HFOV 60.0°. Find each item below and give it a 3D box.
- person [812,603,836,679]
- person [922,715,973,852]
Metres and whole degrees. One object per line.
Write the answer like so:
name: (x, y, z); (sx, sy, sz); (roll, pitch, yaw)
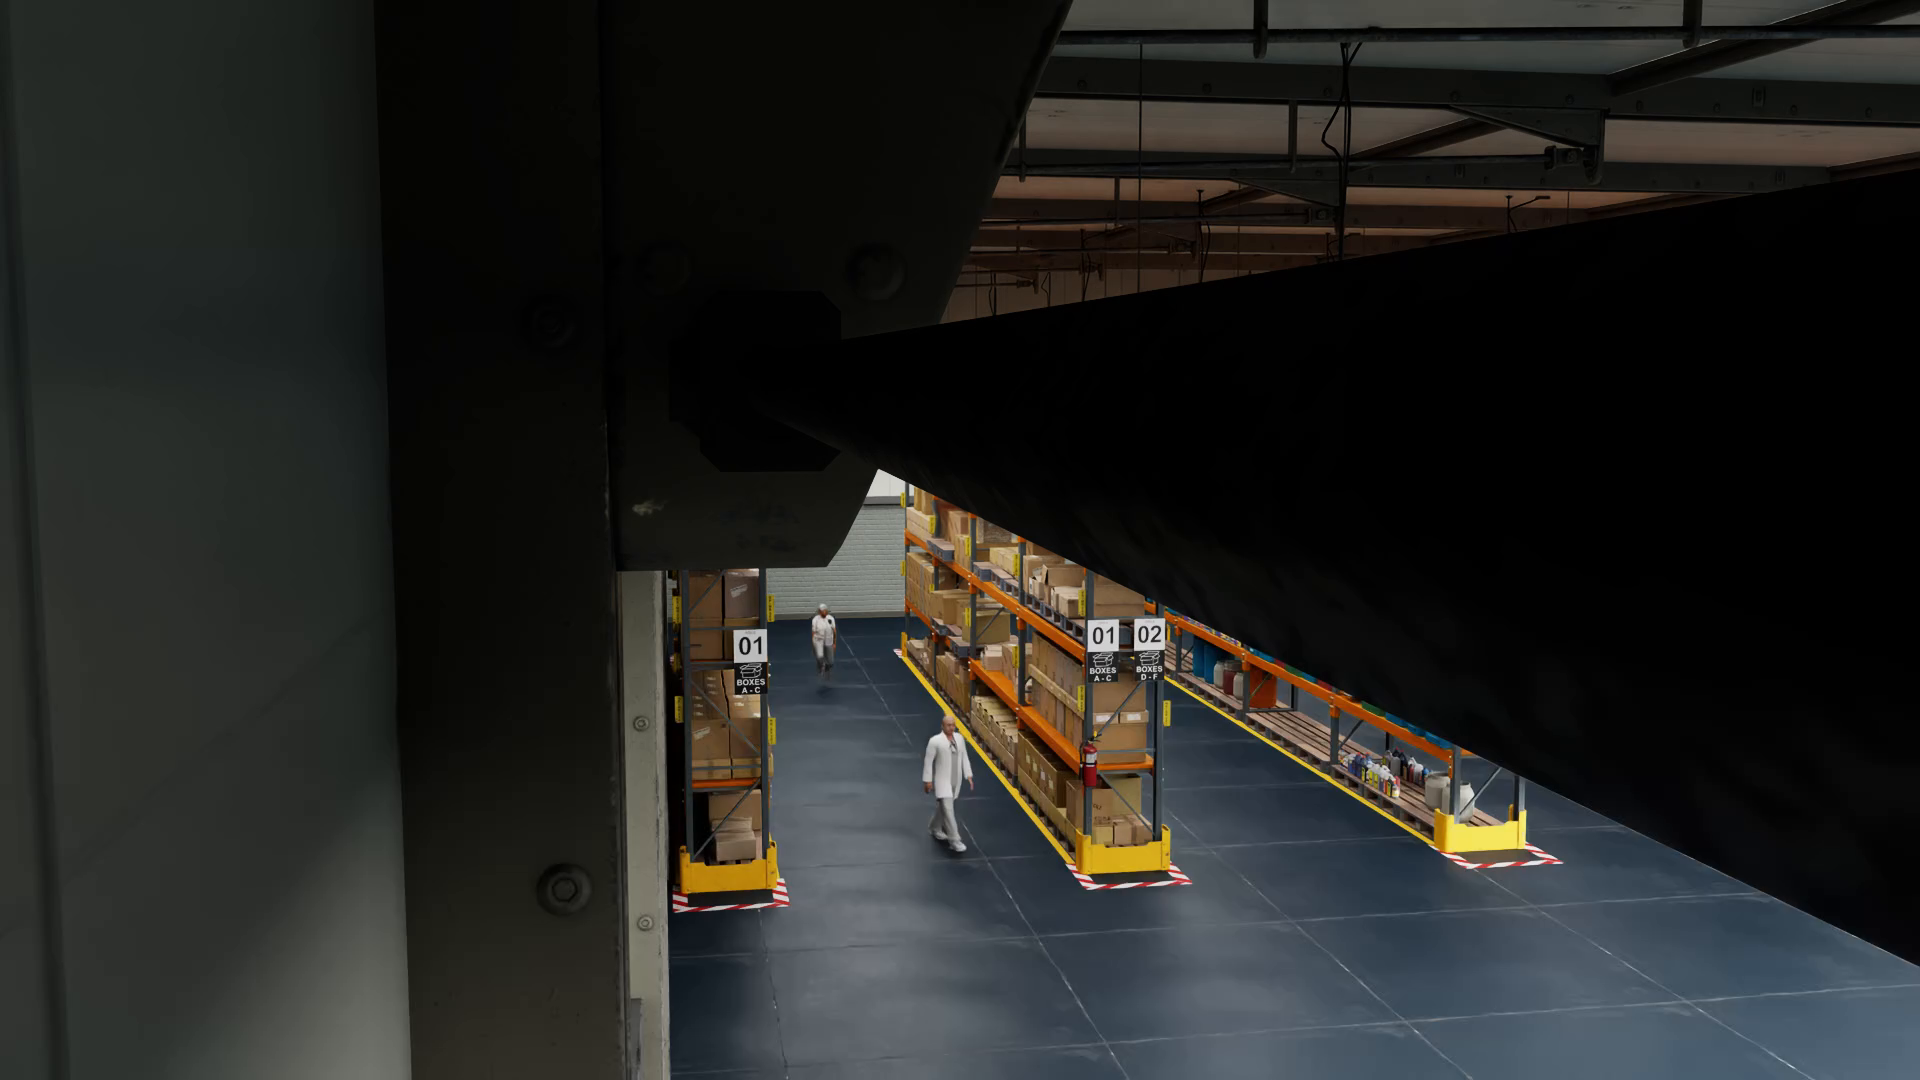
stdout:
person: (-2.682, 2.018, 32.765); (0.486, 1.572, 0.887); (-1, 6, -12)
person: (-0.116, 3.173, 21.922); (0.592, 1.729, 1.103); (-5, 8, -41)
